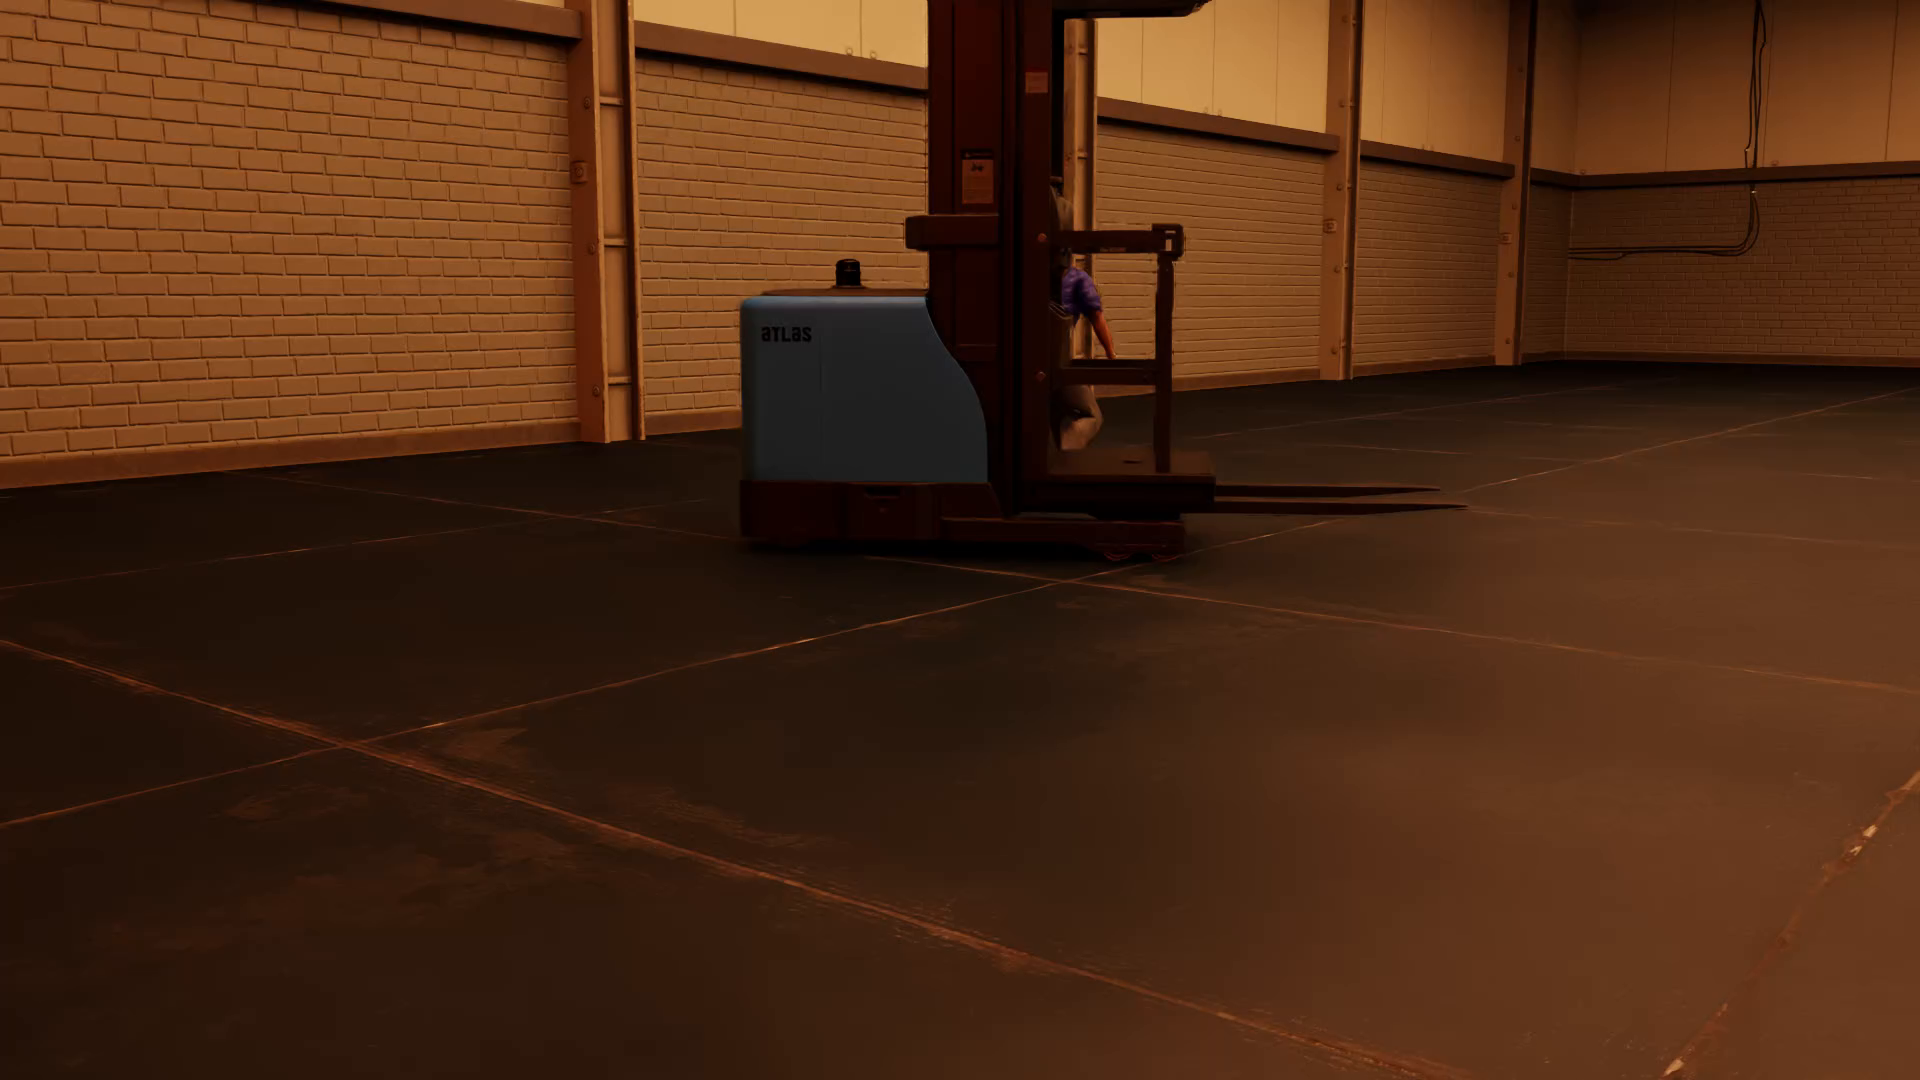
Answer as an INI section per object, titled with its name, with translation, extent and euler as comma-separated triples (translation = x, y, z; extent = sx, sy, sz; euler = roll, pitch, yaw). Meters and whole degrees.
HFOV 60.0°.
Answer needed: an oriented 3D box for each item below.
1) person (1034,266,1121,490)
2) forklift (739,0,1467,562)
[person]
translation = 0.499, -0.954, 9.011
extent = 0.876, 1.496, 0.506
euler = 5, 10, 29
[forklift]
translation = 0.617, -1.443, 7.143
extent = 3.031, 2.935, 1.130
euler = 1, 8, 6
